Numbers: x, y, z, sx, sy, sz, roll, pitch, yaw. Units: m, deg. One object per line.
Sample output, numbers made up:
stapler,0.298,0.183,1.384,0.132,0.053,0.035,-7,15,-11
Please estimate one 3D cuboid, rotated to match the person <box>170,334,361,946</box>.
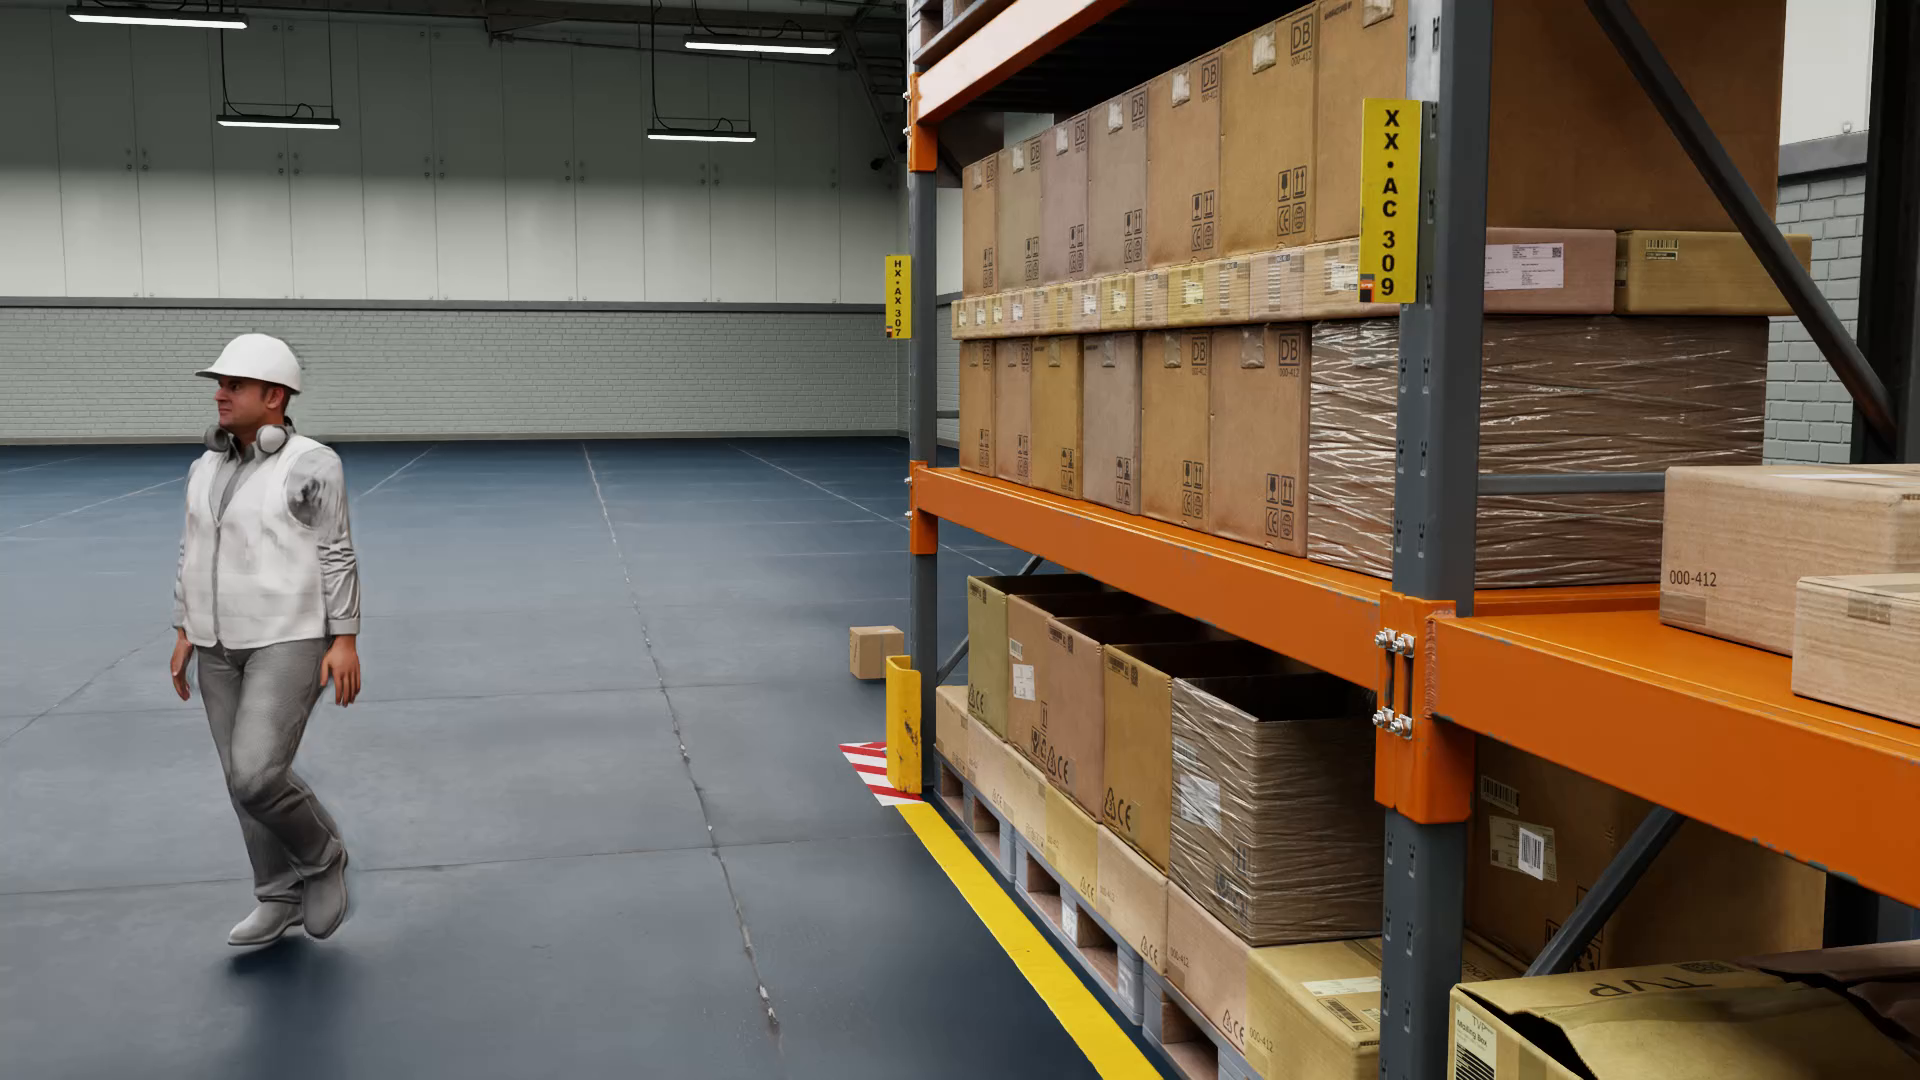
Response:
person,-2.041,0.297,4.781,0.578,1.766,0.459,2,6,19
